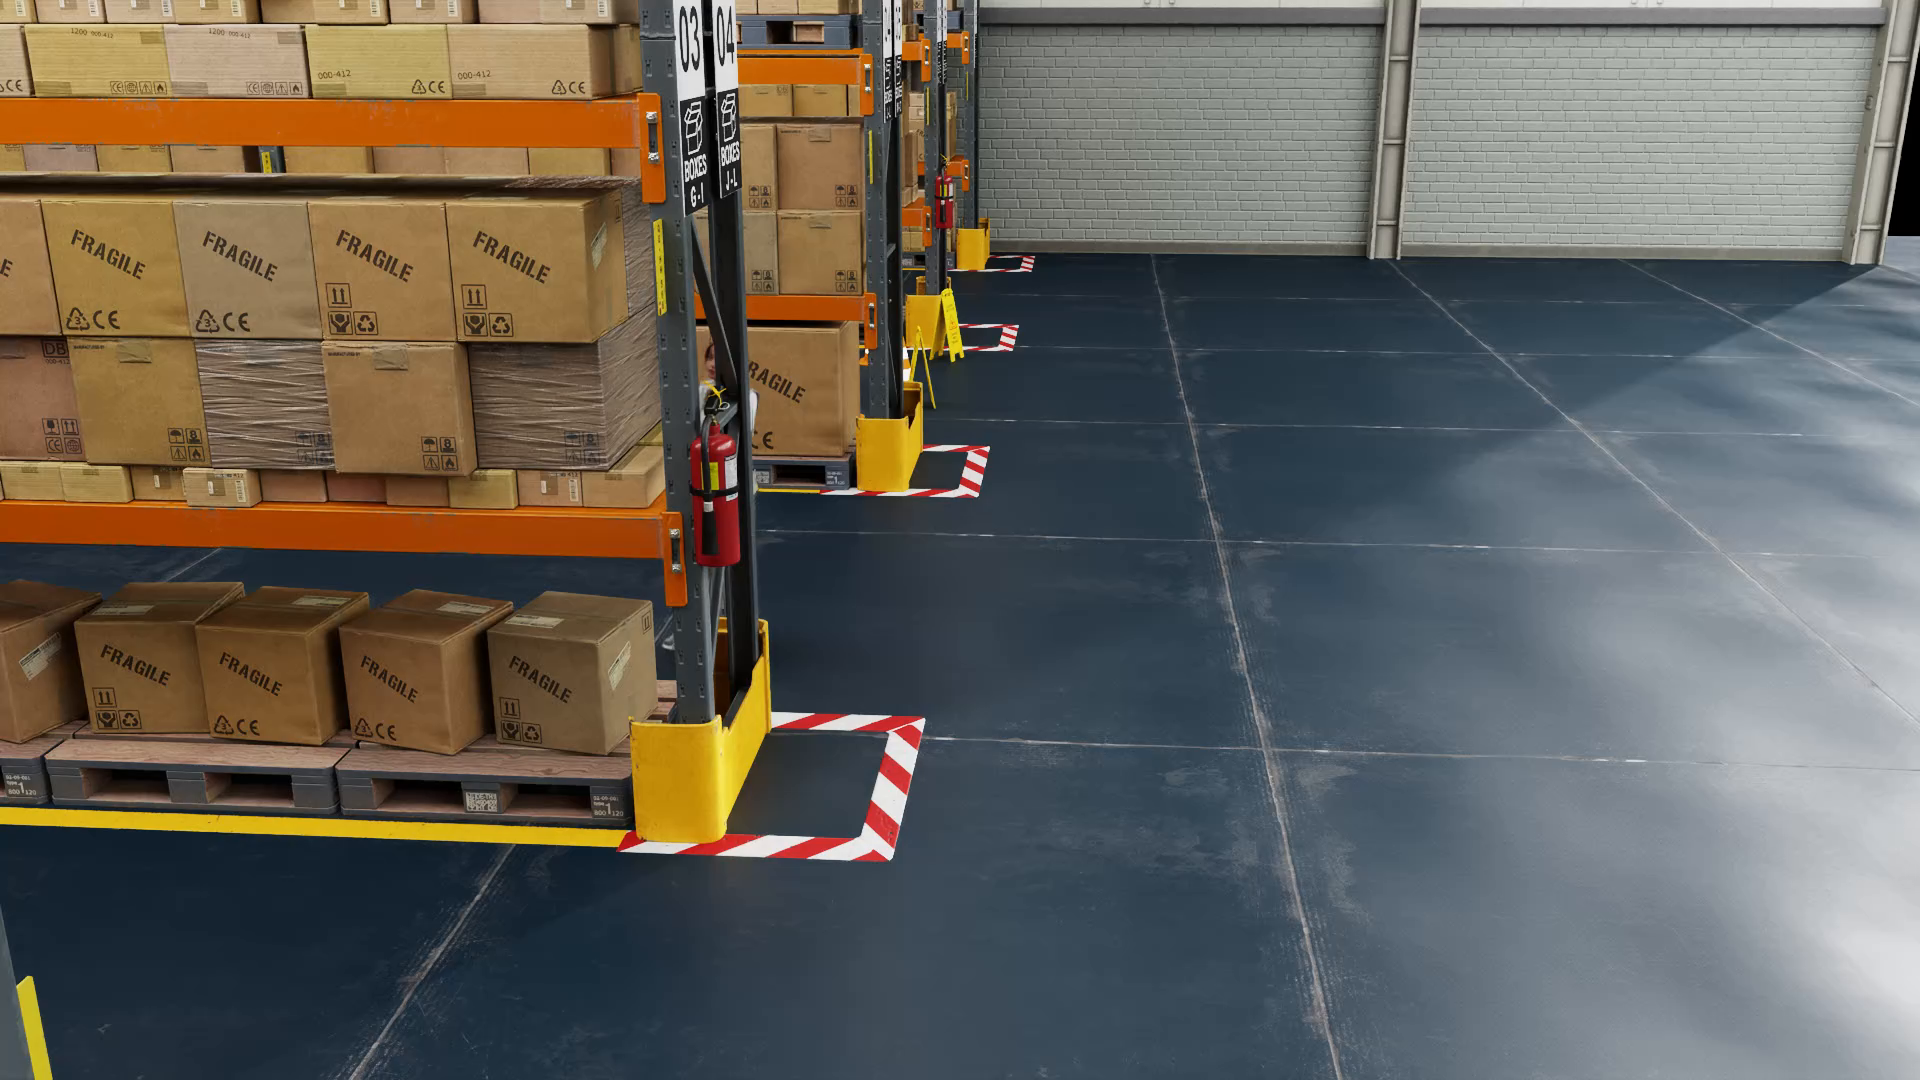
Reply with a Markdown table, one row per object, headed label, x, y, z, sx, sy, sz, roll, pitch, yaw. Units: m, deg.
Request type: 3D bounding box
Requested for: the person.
| label | x | y | z | sx | sy | sz | roll | pitch | yaw |
| --- | --- | --- | --- | --- | --- | --- | --- | --- | --- |
| person | -1.227 | -0.207 | 8.184 | 0.482 | 1.605 | 0.425 | 10 | 21 | 29 |
